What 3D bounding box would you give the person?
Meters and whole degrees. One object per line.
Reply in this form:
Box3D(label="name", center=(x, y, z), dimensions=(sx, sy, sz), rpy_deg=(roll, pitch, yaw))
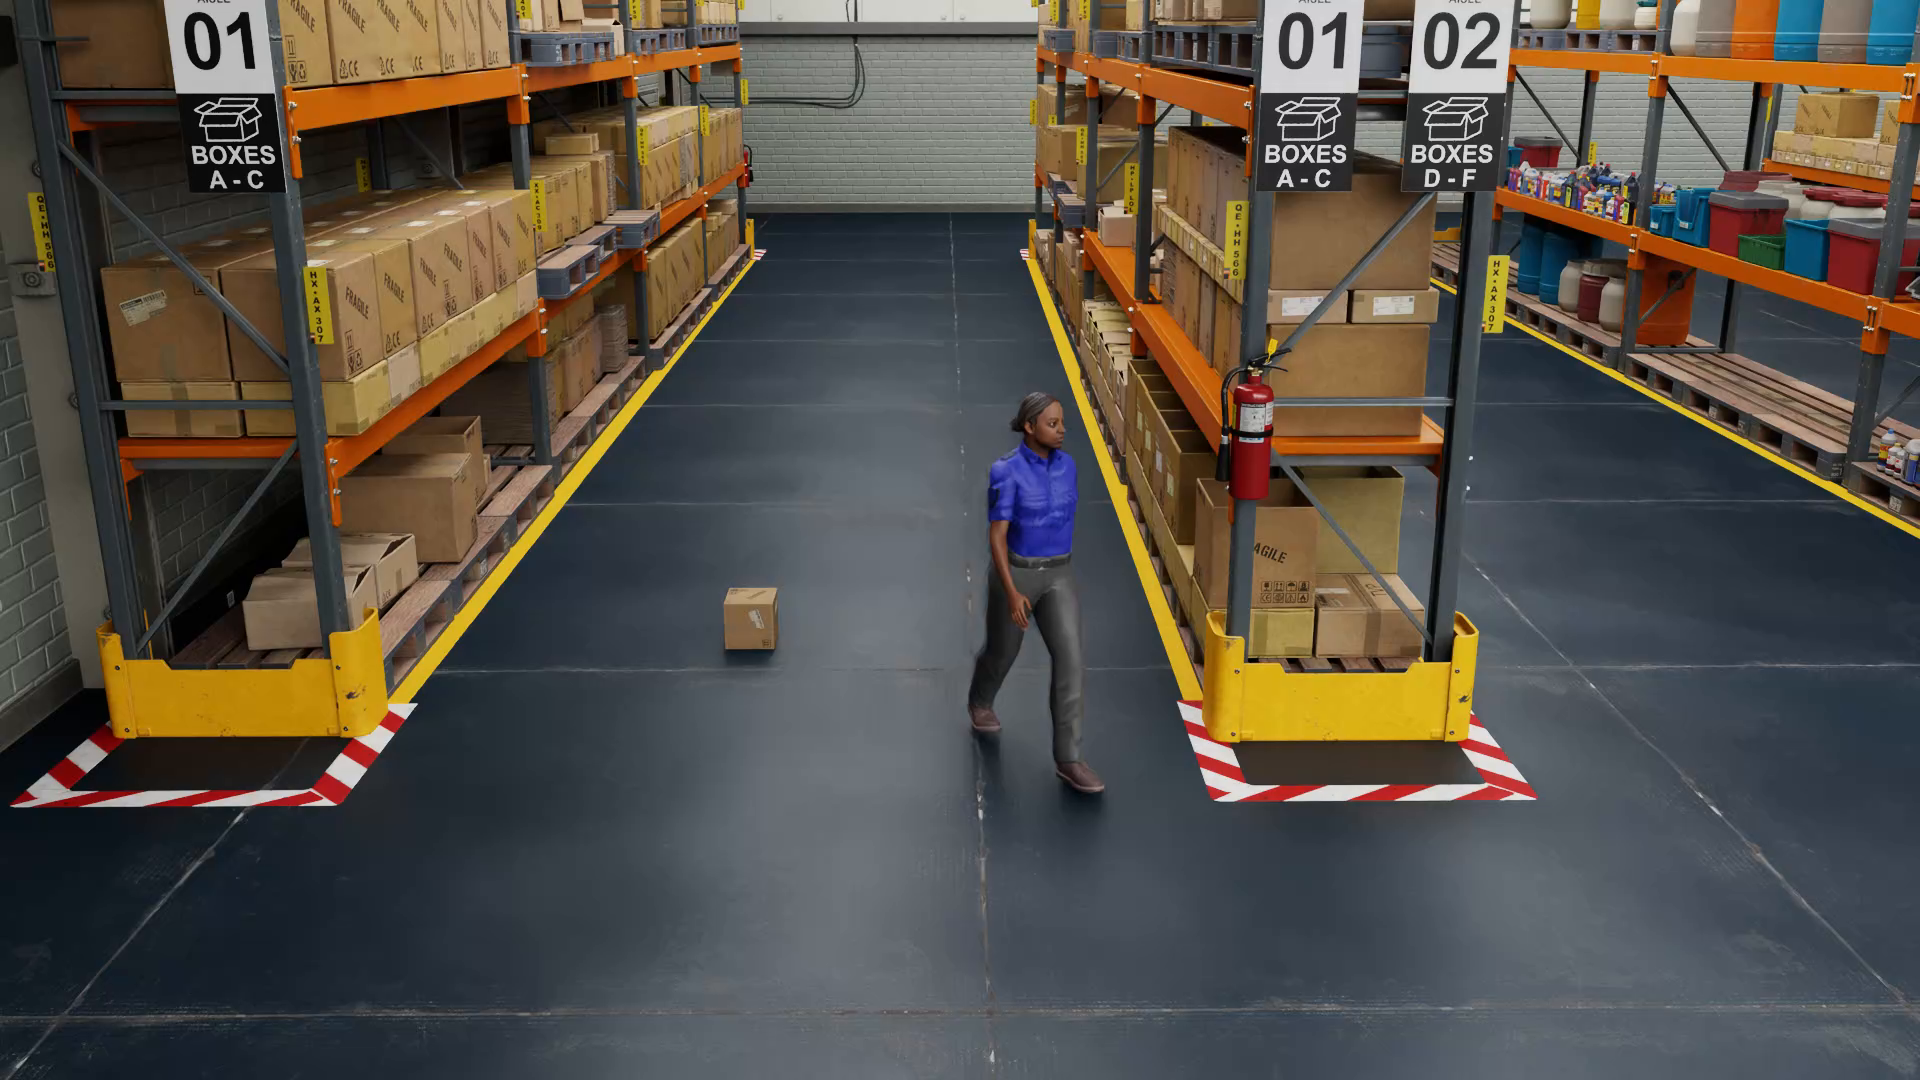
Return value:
Box3D(label="person", center=(0.316, 0.175, 6.979), dimensions=(0.467, 1.606, 0.973), rpy_deg=(-8, 19, -25))
